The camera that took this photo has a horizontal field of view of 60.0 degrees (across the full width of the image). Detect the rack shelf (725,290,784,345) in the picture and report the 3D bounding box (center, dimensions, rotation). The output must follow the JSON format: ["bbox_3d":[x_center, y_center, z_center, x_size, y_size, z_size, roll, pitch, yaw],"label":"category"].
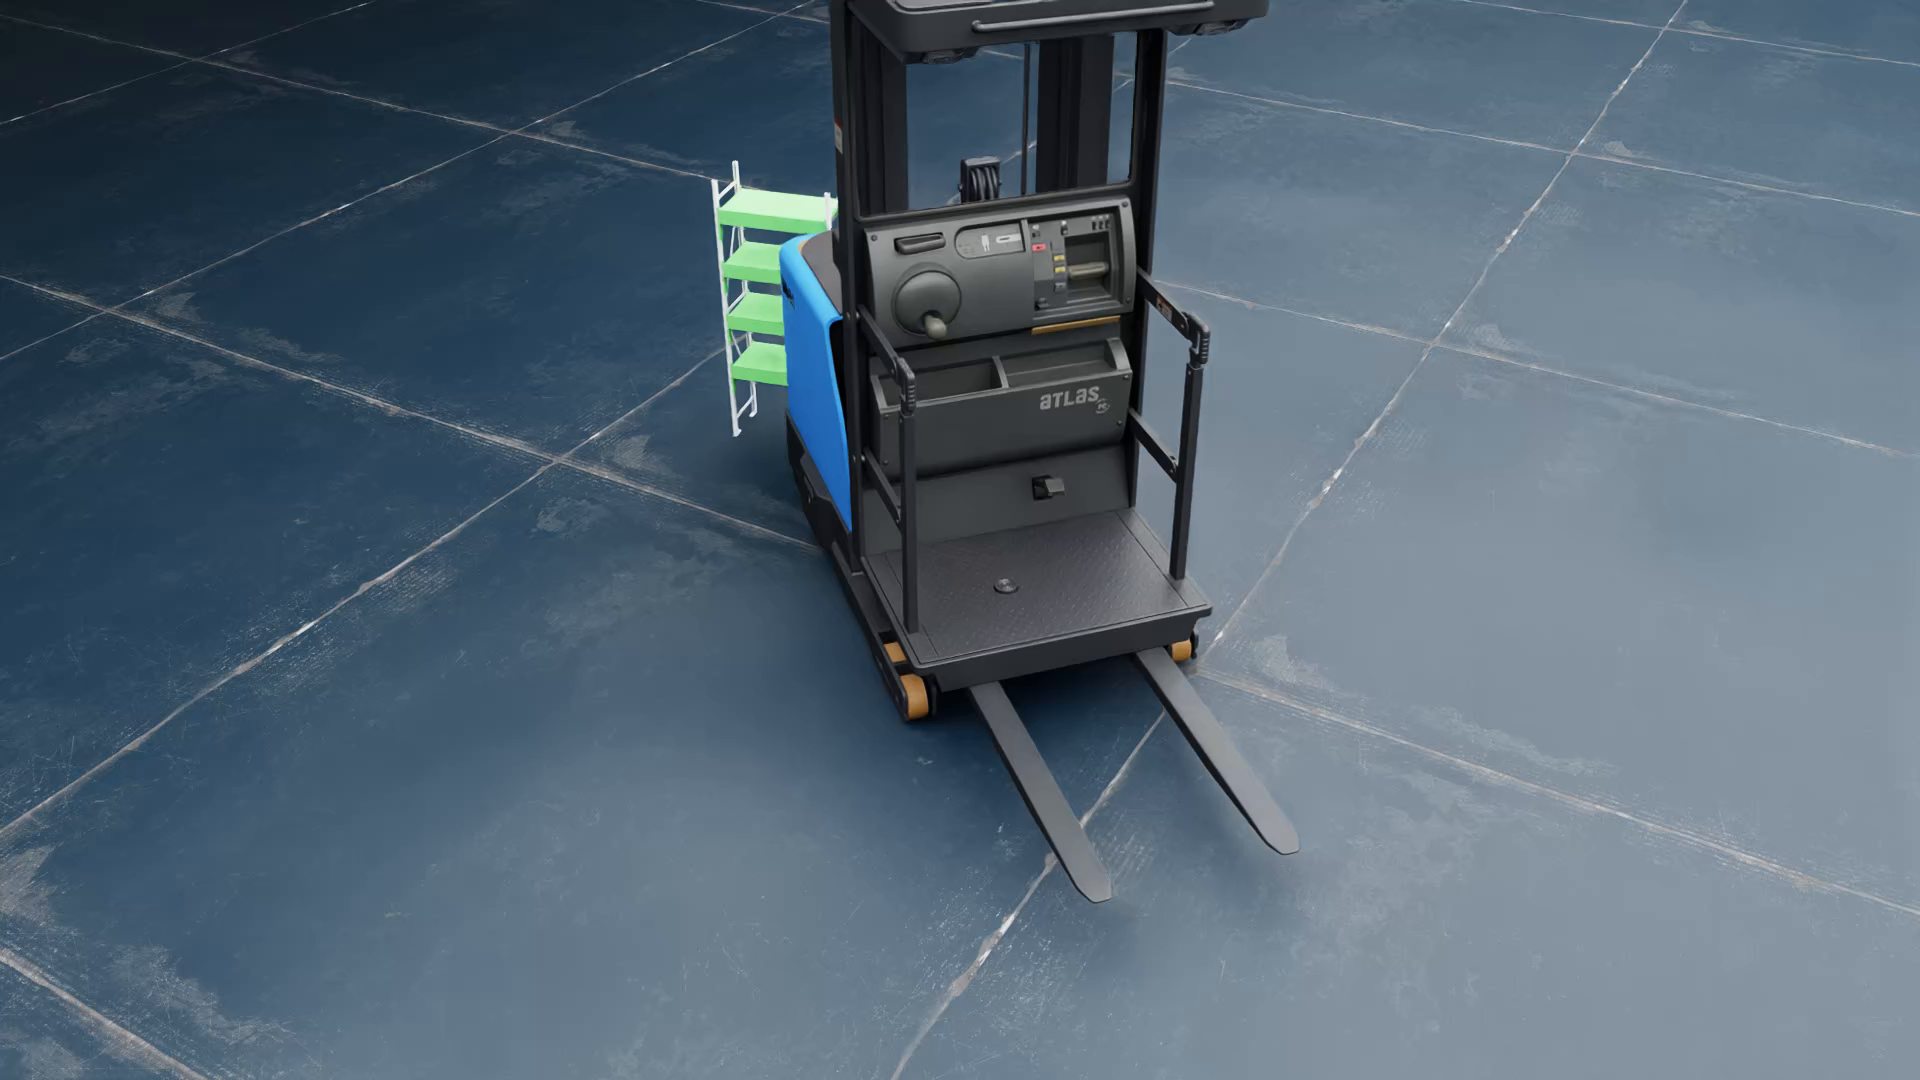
[{"bbox_3d":[-0.738,-0.936,7.188,0.480,0.148,0.258,9,35,13],"label":"rack shelf"}]

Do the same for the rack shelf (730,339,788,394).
[{"bbox_3d":[-0.738,-0.736,7.321,0.480,0.148,0.258,9,35,13],"label":"rack shelf"}]

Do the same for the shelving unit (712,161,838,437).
[{"bbox_3d":[-0.738,-0.989,7.153,0.503,1.200,0.258,9,35,13],"label":"shelving unit"}]

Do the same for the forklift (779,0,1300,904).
[{"bbox_3d":[0.217,-0.845,5.375,1.130,2.935,3.031,-11,35,-15],"label":"forklift"}]

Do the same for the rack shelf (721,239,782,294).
[{"bbox_3d":[-0.738,-1.136,7.055,0.480,0.148,0.258,9,35,13],"label":"rack shelf"}]

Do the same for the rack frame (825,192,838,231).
[{"bbox_3d":[-0.503,-0.952,7.097,0.015,1.200,0.240,9,35,13],"label":"rack frame"}]

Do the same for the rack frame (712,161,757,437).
[{"bbox_3d":[-0.972,-1.026,7.209,0.015,1.200,0.240,9,35,13],"label":"rack frame"}]

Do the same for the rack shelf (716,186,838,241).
[{"bbox_3d":[-0.738,-1.335,6.922,0.480,0.148,0.258,9,35,13],"label":"rack shelf"}]
